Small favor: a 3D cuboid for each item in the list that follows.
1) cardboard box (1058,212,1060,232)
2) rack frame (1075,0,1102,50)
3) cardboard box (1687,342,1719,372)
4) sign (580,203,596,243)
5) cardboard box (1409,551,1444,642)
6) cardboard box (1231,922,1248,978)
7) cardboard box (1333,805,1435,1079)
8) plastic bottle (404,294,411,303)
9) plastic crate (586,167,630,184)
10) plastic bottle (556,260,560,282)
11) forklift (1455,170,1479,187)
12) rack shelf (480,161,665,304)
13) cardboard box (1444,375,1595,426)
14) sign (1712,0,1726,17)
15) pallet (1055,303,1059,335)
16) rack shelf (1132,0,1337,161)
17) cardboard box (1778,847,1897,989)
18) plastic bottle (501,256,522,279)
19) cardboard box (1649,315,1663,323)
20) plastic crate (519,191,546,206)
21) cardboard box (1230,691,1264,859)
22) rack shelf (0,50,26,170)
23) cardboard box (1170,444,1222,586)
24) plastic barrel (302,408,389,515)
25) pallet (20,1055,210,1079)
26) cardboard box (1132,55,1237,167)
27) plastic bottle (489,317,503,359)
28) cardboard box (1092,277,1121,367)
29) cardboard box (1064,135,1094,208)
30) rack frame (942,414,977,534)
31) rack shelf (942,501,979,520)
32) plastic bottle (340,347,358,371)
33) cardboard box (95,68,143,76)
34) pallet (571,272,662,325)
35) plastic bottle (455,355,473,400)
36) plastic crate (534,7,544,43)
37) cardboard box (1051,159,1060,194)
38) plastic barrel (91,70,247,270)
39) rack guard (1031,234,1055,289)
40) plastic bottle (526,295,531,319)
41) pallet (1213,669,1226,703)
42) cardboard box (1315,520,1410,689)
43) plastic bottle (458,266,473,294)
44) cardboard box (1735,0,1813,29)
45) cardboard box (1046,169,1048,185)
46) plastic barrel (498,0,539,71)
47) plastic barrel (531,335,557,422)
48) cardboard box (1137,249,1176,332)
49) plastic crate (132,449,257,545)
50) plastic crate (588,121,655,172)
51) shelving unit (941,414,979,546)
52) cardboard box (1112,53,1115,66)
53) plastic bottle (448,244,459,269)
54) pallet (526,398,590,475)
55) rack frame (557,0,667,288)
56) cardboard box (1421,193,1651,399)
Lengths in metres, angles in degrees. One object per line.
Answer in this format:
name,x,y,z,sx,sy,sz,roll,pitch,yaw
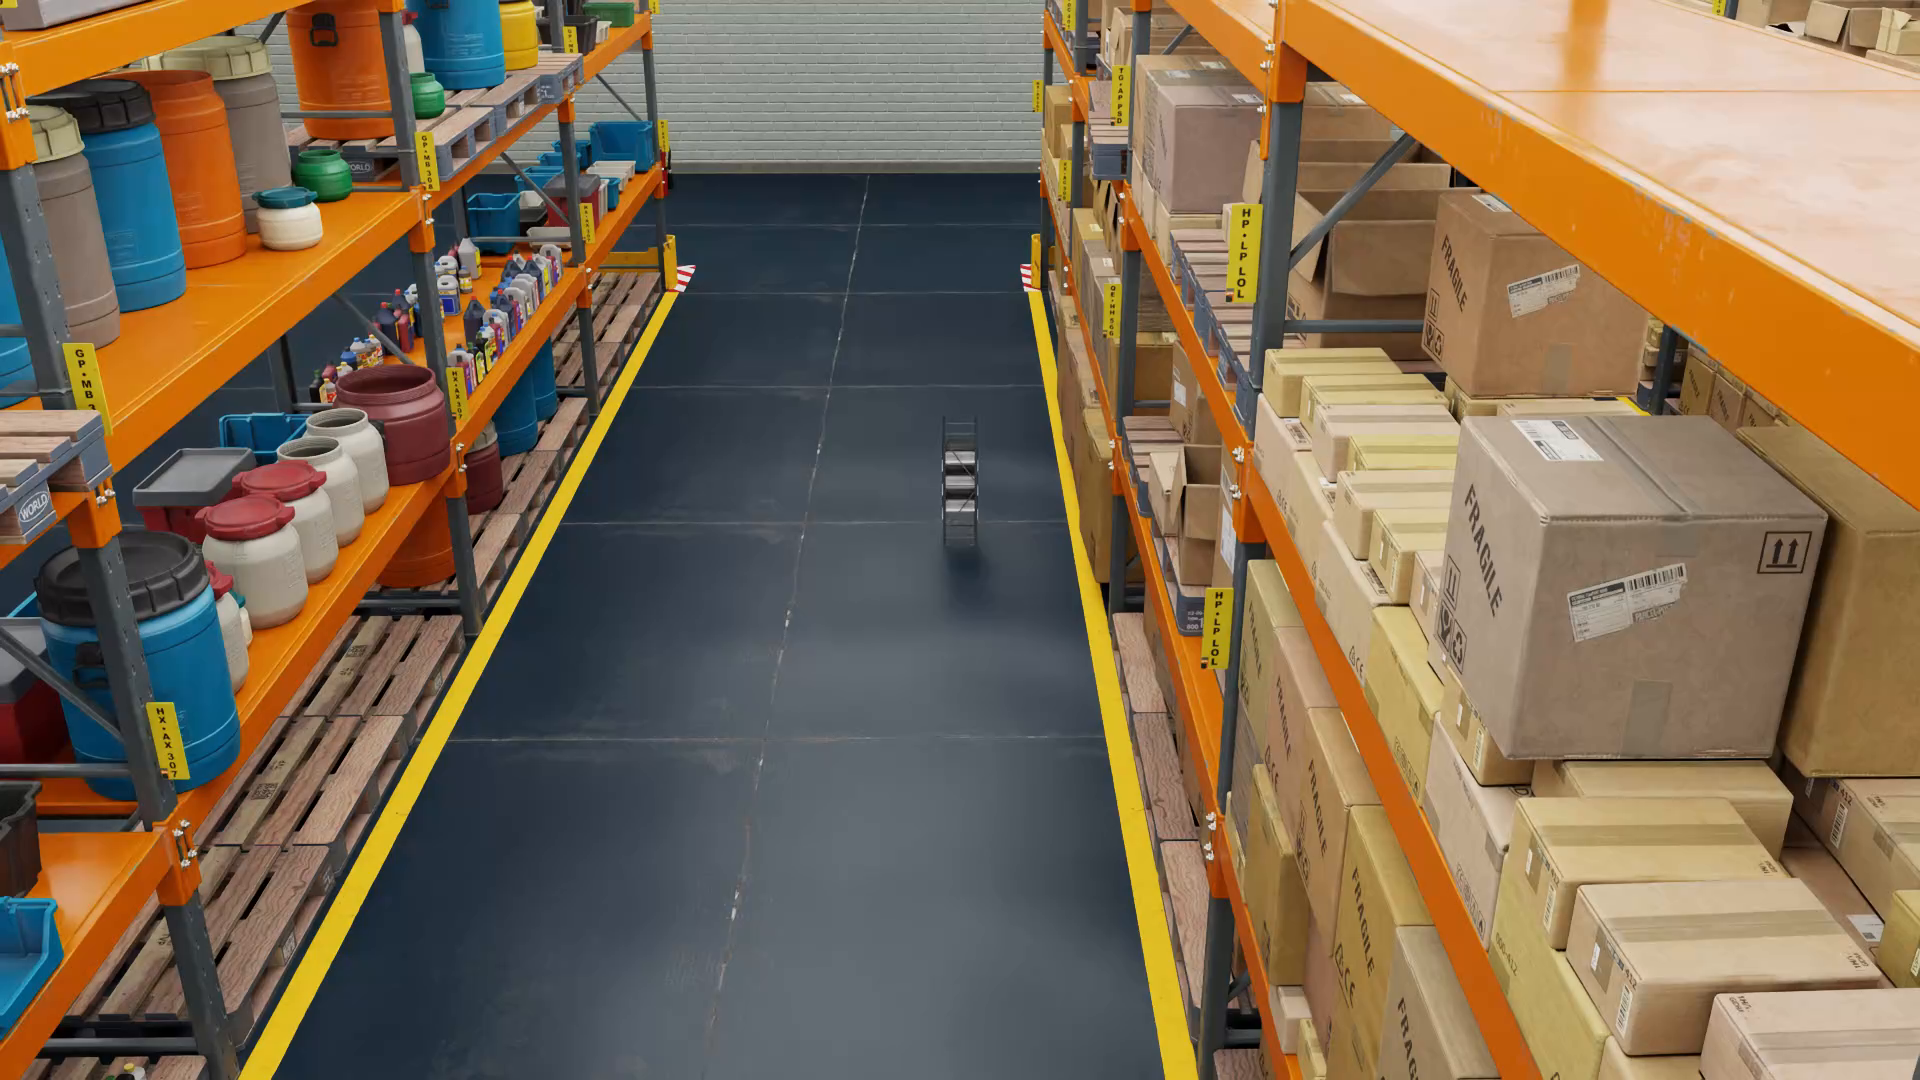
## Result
cardboard box,1.055,-2.780,14.561,0.380,0.149,0.250,0,24,0
rack frame,1.395,-5.186,12.296,1.000,3.000,0.127,0,24,-1
cardboard box,6.099,-1.521,13.087,0.500,0.250,0.500,-1,24,-3
sign,-3.008,-2.558,13.429,0.100,0.325,0.005,0,24,-1
cardboard box,1.266,0.143,3.853,0.380,0.149,0.250,0,24,1
cardboard box,1.497,1.530,7.227,0.700,0.500,0.500,-2,24,-5
cardboard box,1.261,1.012,4.176,0.500,0.500,0.500,0,24,-1
plastic bottle,-3.946,-1.614,11.834,0.097,0.271,0.097,0,24,0
plastic crate,-3.423,-3.531,16.164,0.396,0.136,0.243,0,24,-1
plastic bottle,-3.202,-2.131,13.062,0.097,0.201,0.097,0,24,0
forklift,3.470,-1.922,12.443,1.130,2.935,3.031,-7,25,-16
rack shelf,-3.580,-2.926,15.453,1.077,0.370,4.000,0,24,-1
cardboard box,1.686,-0.393,5.036,0.380,0.149,0.250,0,24,0
sign,5.813,-4.030,12.752,0.100,0.325,0.005,0,24,-1
pallet,1.448,-1.999,15.914,1.003,0.211,1.213,0,24,-1
rack shelf,1.460,-2.203,7.060,1.077,0.370,4.000,0,24,-1
cardboard box,1.767,0.782,2.923,0.500,0.250,0.500,-1,24,-2
plastic bottle,-3.363,-1.953,12.489,0.144,0.351,0.185,0,24,-1
cardboard box,6.049,-1.847,14.422,0.380,0.149,0.250,0,24,0
plastic crate,-3.878,-3.053,15.108,0.293,0.136,0.466,0,24,-1
cardboard box,1.425,0.849,5.751,0.875,0.500,0.500,0,24,-1
rack shelf,-3.449,-0.533,3.366,1.077,0.370,4.000,0,24,-1
cardboard box,1.371,-0.108,7.714,0.797,0.503,0.637,2,24,5
plastic barrel,-3.290,-0.410,8.880,0.421,0.512,0.421,0,24,0
pallet,-3.505,2.414,6.156,1.003,0.211,1.213,0,24,-1
cardboard box,1.186,-2.249,8.715,0.500,0.500,0.500,0,24,0
plastic bottle,-3.163,-1.385,11.313,0.061,0.283,0.133,0,24,-1
cardboard box,1.177,-1.471,11.242,0.500,0.500,0.500,-1,24,-2
cardboard box,1.122,-3.049,13.763,0.500,0.500,0.500,0,24,1
rack frame,-0.001,-0.455,11.665,0.240,0.900,0.006,0,24,-1
rack shelf,0.000,-0.219,11.660,0.258,0.077,0.200,0,24,-1
plastic bottle,-3.933,-1.111,10.722,0.097,0.271,0.097,0,24,0
cardboard box,-8.275,-4.376,16.452,0.500,0.500,0.500,0,24,-1
pallet,-3.632,-2.468,16.950,1.003,0.211,1.213,0,24,-1
plastic bottle,-3.154,-1.044,10.560,0.061,0.283,0.133,0,24,-1
plastic crate,-3.886,-4.476,14.511,0.437,0.282,0.530,0,24,-1
cardboard box,1.111,-3.332,15.299,0.500,0.250,0.500,-1,24,-2
plastic barrel,-3.715,-1.735,7.785,0.600,0.830,0.708,0,24,-1
rack guard,1.351,-2.971,17.713,1.175,0.500,0.348,0,24,-1
plastic bottle,-3.191,-1.717,12.147,0.097,0.201,0.097,0,24,0
pallet,1.619,0.616,6.981,1.003,0.211,1.213,0,24,-1
cardboard box,1.236,0.155,4.309,0.500,0.250,0.500,-1,24,-3
plastic bottle,-3.806,-2.004,12.783,0.097,0.201,0.097,0,24,0
cardboard box,6.249,-3.880,12.418,0.700,0.500,0.500,0,24,0
cardboard box,1.036,-3.520,16.197,0.380,0.149,0.250,-1,24,-1
plastic barrel,-3.345,-3.699,11.910,0.600,0.588,0.600,0,24,0
plastic barrel,-3.569,-1.441,13.333,0.600,0.901,0.708,0,24,-1
cardboard box,1.446,-1.608,10.327,0.797,0.503,0.637,1,24,1
plastic crate,-3.803,-0.144,8.350,0.402,0.464,0.583,0,24,-1
plastic crate,-3.411,-3.985,16.804,0.616,0.435,0.499,0,24,-1
shelving unit,0.000,-0.413,11.572,0.258,0.900,0.210,0,24,-1
cardboard box,1.261,-3.282,11.521,0.380,0.149,0.250,-1,24,-3
plastic bottle,-3.979,-2.169,13.047,0.061,0.283,0.133,0,24,-1
pallet,-3.591,-0.841,13.354,1.003,0.211,1.213,0,24,-1
rack frame,-3.602,-4.078,17.127,1.000,3.000,0.127,0,24,-1
cardboard box,1.742,-0.747,5.033,0.500,0.500,0.500,-1,24,-2
